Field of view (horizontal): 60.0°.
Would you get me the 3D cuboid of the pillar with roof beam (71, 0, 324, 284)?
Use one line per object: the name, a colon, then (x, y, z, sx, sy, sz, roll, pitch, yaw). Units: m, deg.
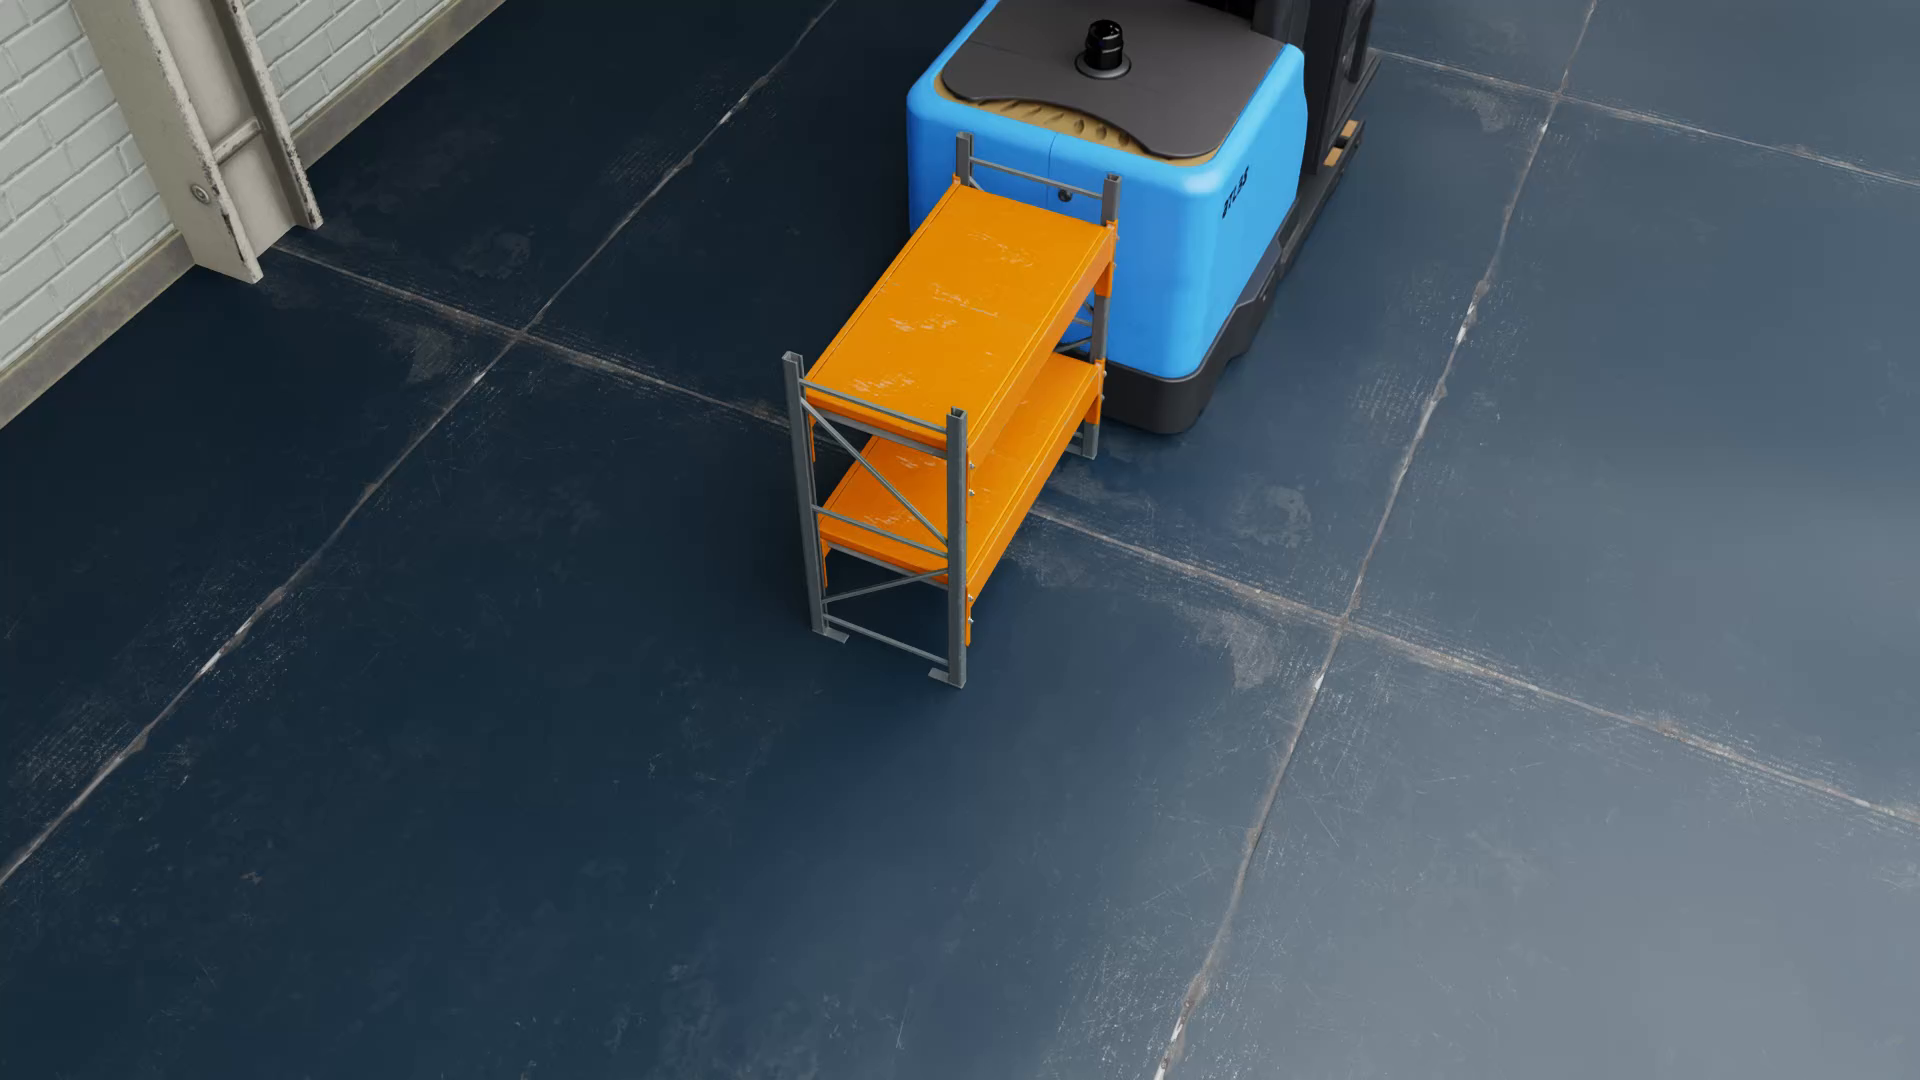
pillar with roof beam: (1.273, -2.631, 1.580, 9.100, 9.000, 0.400, 20, 52, 16)

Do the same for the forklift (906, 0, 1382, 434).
forklift: (0.923, -2.433, 5.396, 1.130, 2.935, 3.031, 21, 53, 17)

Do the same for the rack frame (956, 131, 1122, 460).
rack frame: (0.220, -0.719, 5.123, 0.500, 1.125, 0.032, 20, 52, 16)

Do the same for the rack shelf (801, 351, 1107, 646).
rack shelf: (0.003, -0.211, 5.012, 0.538, 0.278, 1.000, 20, 52, 16)

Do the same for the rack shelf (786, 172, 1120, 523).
rack shelf: (0.003, -0.559, 4.603, 0.538, 0.278, 1.000, 20, 52, 16)

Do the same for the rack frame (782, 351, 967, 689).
rack frame: (-0.214, -0.019, 4.528, 0.500, 1.125, 0.032, 20, 52, 16)

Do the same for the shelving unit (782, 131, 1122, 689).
shelving unit: (0.003, -0.369, 4.826, 0.538, 1.125, 1.048, 20, 52, 16)
